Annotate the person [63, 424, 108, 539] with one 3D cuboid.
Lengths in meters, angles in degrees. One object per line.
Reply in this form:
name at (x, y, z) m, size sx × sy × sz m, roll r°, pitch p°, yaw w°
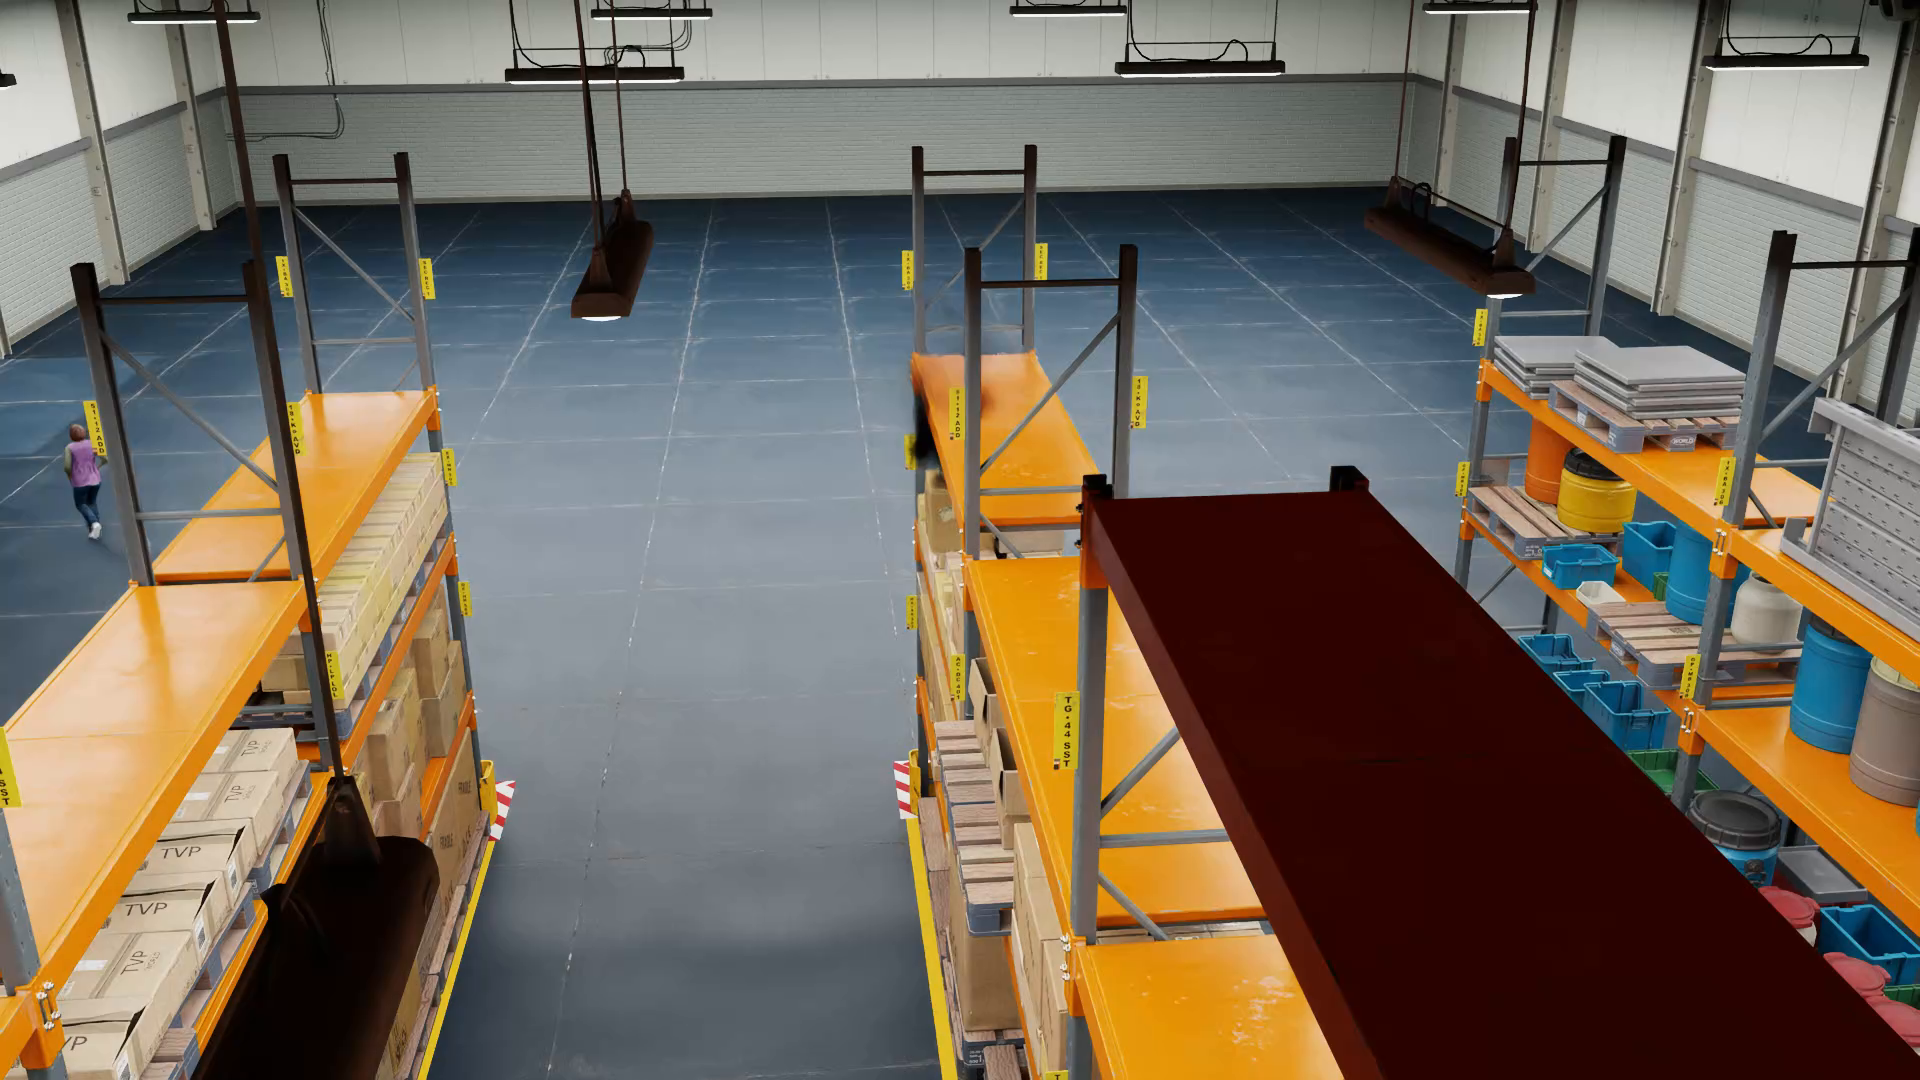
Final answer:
person at (-11.178, -0.725, 21.364) m, size 0.538 × 1.572 × 0.548 m, roll 18°, pitch 28°, yaw 38°
